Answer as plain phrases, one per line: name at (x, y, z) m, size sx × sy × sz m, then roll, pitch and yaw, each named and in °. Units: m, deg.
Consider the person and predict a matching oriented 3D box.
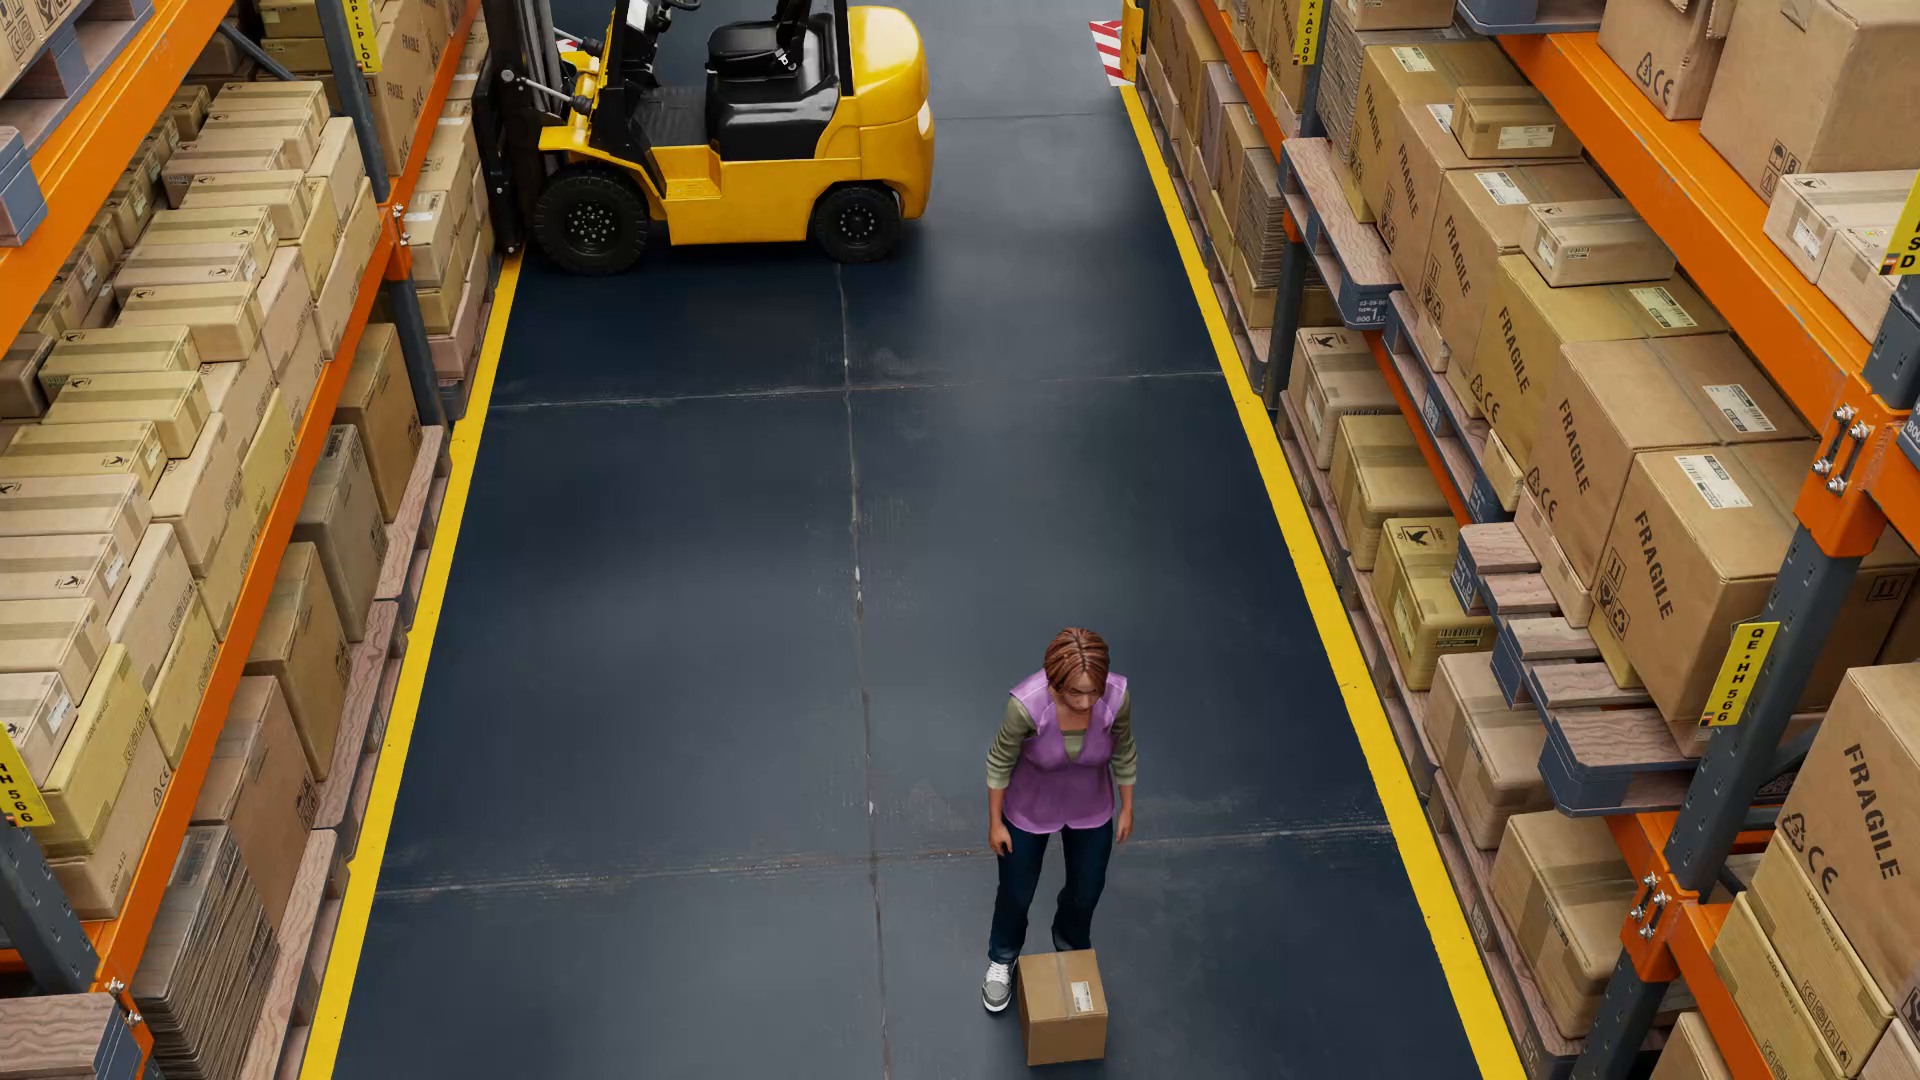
person at (0.304, 0.860, 5.134) m, size 0.482 × 1.582 × 0.369 m, roll -5°, pitch 40°, yaw -6°
